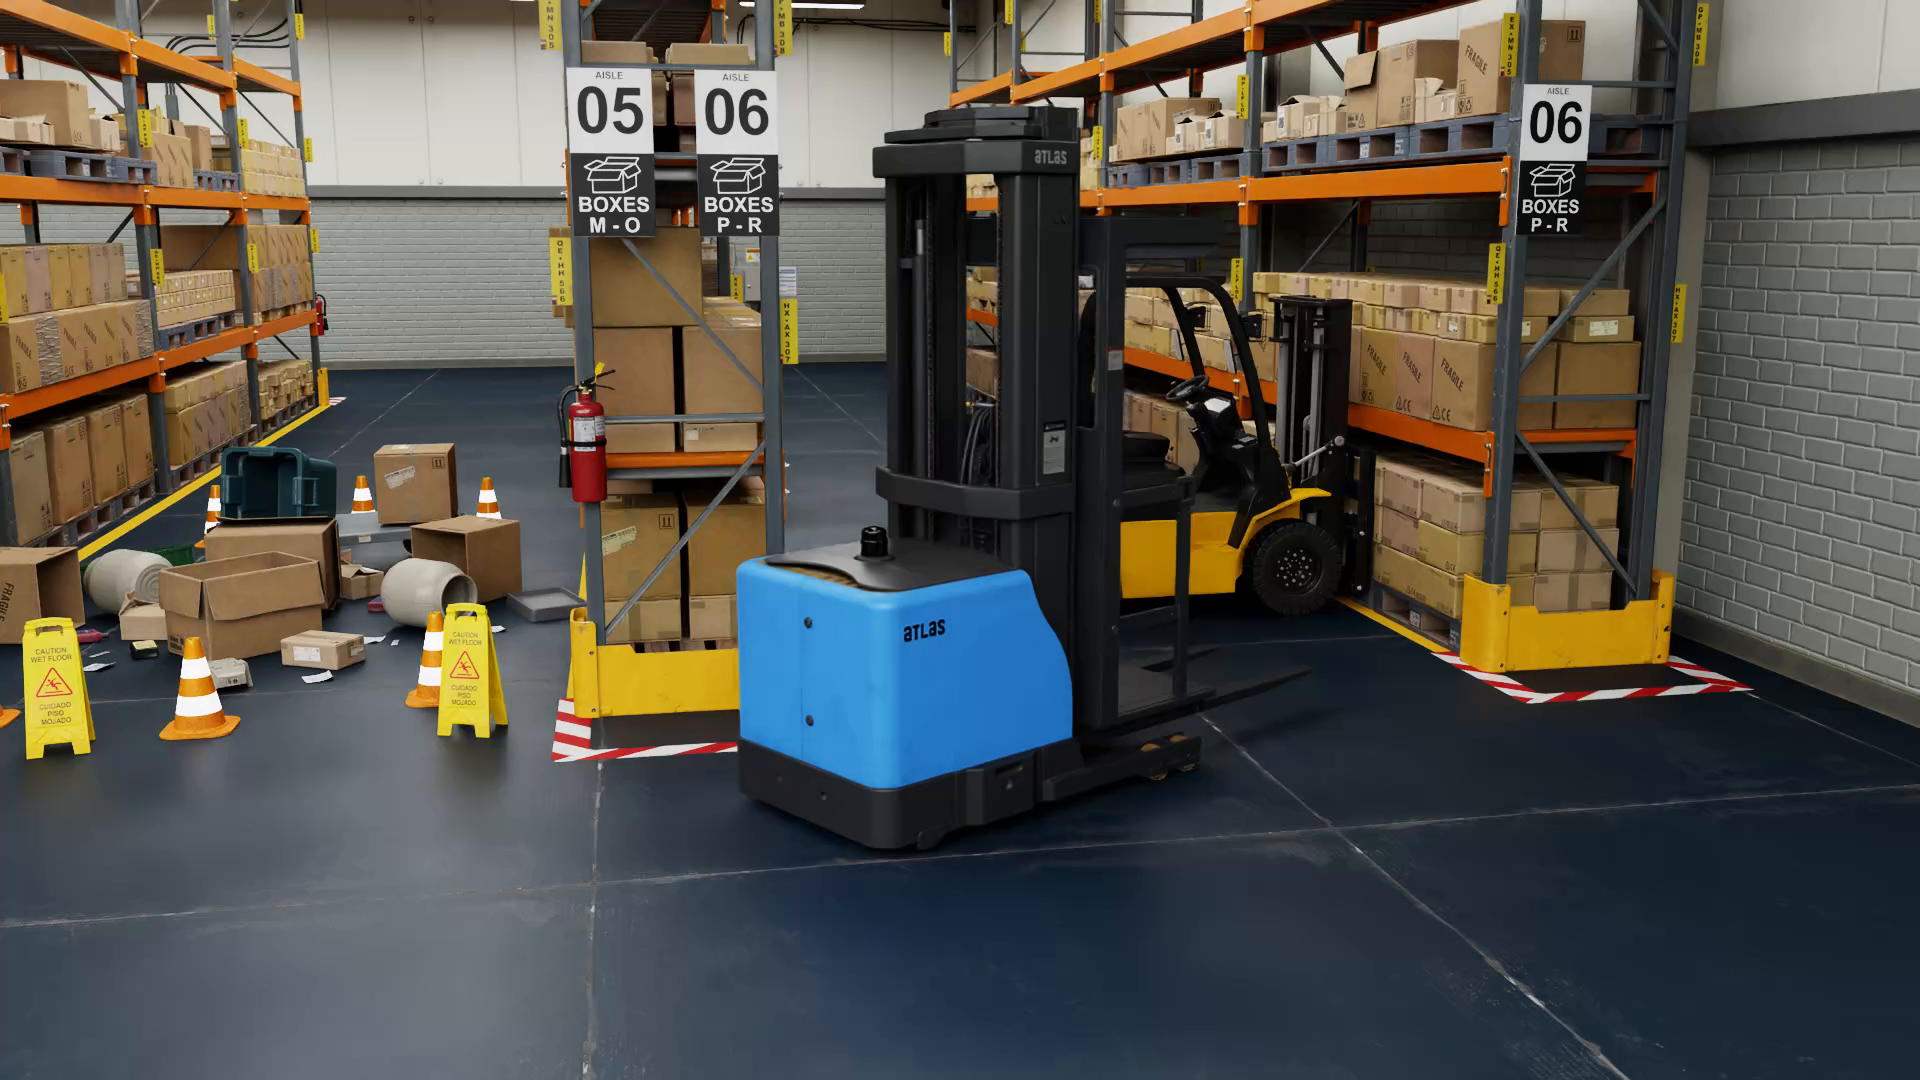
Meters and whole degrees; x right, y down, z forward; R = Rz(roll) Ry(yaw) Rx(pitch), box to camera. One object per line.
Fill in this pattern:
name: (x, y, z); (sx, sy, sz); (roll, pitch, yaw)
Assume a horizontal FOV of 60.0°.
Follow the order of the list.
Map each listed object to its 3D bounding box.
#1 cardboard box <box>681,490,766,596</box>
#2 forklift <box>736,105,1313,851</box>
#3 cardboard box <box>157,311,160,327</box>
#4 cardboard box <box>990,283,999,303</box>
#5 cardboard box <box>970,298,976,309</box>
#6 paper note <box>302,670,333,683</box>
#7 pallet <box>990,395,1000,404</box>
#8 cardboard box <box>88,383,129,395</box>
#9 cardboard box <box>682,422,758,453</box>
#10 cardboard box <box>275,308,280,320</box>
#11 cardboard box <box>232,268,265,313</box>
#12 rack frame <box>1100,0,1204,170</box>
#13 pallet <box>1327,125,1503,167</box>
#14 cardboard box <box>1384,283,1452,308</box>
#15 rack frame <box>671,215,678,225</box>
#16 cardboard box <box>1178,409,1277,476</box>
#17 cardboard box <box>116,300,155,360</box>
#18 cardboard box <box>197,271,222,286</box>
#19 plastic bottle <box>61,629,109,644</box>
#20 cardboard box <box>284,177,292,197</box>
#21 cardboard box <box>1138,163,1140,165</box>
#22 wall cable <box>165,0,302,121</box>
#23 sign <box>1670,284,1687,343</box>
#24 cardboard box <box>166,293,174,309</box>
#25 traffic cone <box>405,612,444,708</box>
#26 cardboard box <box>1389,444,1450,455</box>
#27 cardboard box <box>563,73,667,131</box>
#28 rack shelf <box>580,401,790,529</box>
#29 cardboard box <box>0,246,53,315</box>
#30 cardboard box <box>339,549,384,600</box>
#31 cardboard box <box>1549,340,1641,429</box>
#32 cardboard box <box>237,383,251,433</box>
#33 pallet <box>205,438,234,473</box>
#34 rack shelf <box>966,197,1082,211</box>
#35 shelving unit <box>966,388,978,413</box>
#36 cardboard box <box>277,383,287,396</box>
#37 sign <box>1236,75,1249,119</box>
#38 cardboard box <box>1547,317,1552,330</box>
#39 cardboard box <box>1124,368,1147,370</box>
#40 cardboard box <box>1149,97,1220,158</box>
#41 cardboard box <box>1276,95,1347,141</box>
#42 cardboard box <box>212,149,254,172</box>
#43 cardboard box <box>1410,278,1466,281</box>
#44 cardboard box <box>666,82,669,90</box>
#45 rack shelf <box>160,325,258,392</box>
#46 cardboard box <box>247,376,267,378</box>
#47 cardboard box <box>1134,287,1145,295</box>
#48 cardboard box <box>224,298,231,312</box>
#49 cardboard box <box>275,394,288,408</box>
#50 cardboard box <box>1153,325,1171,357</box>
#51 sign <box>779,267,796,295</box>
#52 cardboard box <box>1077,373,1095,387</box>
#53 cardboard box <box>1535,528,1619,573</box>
cardboard box: (-1.292, 0.008, 9.356); (0.500, 0.500, 0.500); (-3, 11, -13)
forklift: (0.472, -0.418, 7.556); (3.031, 2.935, 1.130); (-10, 14, -41)
cardboard box: (-7.682, -2.046, 15.475); (0.380, 0.149, 0.250); (-2, 11, -12)
cardboard box: (0.683, -3.236, 21.781); (0.500, 0.250, 0.500); (-2, 11, -11)
cardboard box: (0.352, -3.289, 23.128); (0.380, 0.149, 0.250); (-2, 11, -13)
paper note: (-3.537, 0.752, 9.163); (0.148, 0.019, 0.142); (-6, 13, -31)
pallet: (1.001, -1.744, 21.793); (1.003, 0.211, 1.213); (-2, 11, -11)
cardboard box: (-8.183, -1.337, 15.754); (0.500, 0.250, 0.500); (-2, 11, -12)
cardboard box: (-1.264, -0.552, 8.745); (0.380, 0.149, 0.250); (-2, 11, -11)
cardboard box: (-8.608, -2.788, 20.494); (0.380, 0.149, 0.250); (-2, 11, -8)
cardboard box: (-8.420, -2.903, 19.363); (0.500, 0.500, 0.500); (-2, 11, -12)
rack frame: (1.912, -5.201, 16.455); (1.000, 3.000, 0.127); (-2, 11, -11)
pallet: (3.115, -2.572, 10.899); (1.003, 0.211, 1.213); (-2, 11, -11)
cardboard box: (2.900, -1.542, 10.477); (0.380, 0.149, 0.250); (-2, 11, -10)
rack frame: (-4.513, -3.540, 23.773); (1.000, 3.000, 0.127); (-2, 11, -11)
cardboard box: (2.434, -0.798, 14.594); (0.875, 0.625, 0.625); (-2, 11, -12)
cardboard box: (-7.441, -1.850, 14.629); (0.500, 0.500, 0.500); (-2, 11, -11)
cardboard box: (-8.200, -2.820, 17.946); (0.380, 0.149, 0.250); (-2, 11, -13)
plastic bottle: (-5.268, 0.581, 9.978); (0.283, 0.061, 0.133); (-6, 13, -31)
cardboard box: (-8.811, -4.483, 21.105); (0.500, 0.250, 0.500); (-2, 11, -9)
cardboard box: (2.043, -3.972, 17.354); (0.380, 0.149, 0.250); (-2, 11, -11)
wall cable: (-11.952, -8.869, 27.125); (2.277, 5.999, 0.120); (-2, 11, -11)
sign: (4.013, -1.270, 9.319); (0.100, 0.325, 0.005); (-2, 11, -11)
cardboard box: (-7.799, -2.298, 15.999); (0.380, 0.149, 0.250); (-2, 11, -13)
traffic cone: (-2.750, 0.609, 8.760); (0.336, 0.463, 0.334); (-2, 11, -11)
cardboard box: (3.279, -0.506, 11.390); (0.500, 0.250, 0.500); (-2, 11, -12)
cardboard box: (-1.765, -2.235, 8.502); (0.500, 0.250, 0.500); (-2, 11, -12)
rack shelf: (-1.790, -0.619, 10.350); (1.077, 0.370, 4.000); (-2, 11, -11)
cardboard box: (-7.317, -1.959, 12.523); (0.700, 0.500, 0.500); (-2, 11, -11)
cardboard box: (-4.126, 0.231, 11.270); (0.396, 0.266, 0.258); (9, 14, 38)
cardboard box: (3.644, -0.937, 9.828); (0.500, 0.500, 0.500); (-2, 11, -9)
cardboard box: (-8.179, -1.460, 18.405); (0.500, 0.500, 0.500); (-2, 11, -12)
pallet: (-8.177, -0.871, 17.208); (1.003, 0.211, 1.213); (-2, 11, -11)
rack shelf: (0.745, -4.474, 22.584); (1.077, 0.370, 4.000); (-2, 11, -11)
shelving unit: (0.003, -0.587, 13.070); (0.258, 1.200, 0.189); (-2, 11, -11)
cardboard box: (-8.614, -1.874, 20.725); (0.380, 0.149, 0.250); (-2, 11, -11)
sign: (2.159, -3.381, 12.690); (0.100, 0.325, 0.005); (-2, 11, -11)
cardboard box: (3.545, -1.269, 9.839); (0.380, 0.149, 0.250); (-2, 11, -11)
cardboard box: (1.903, -1.850, 18.719); (0.380, 0.149, 0.250); (-2, 11, -12)
cardboard box: (2.011, -3.704, 14.952); (0.500, 0.500, 0.500); (-2, 11, -10)
cardboard box: (2.612, -3.044, 11.993); (0.500, 0.311, 0.500); (-2, 11, -10)
cardboard box: (-8.429, -4.350, 19.072); (0.500, 0.250, 0.500); (-2, 11, -9)
cardboard box: (3.284, -1.703, 11.324); (0.380, 0.149, 0.250); (-2, 11, -9)
cardboard box: (-1.685, -2.840, 10.613); (0.380, 0.149, 0.250); (-2, 11, -12)
rack shelf: (-8.182, -1.888, 17.015); (1.077, 0.370, 4.000); (-2, 11, -11)
cardboard box: (-8.527, -1.874, 19.929); (0.380, 0.149, 0.250); (-2, 11, -12)
cardboard box: (1.876, -2.410, 15.833); (0.380, 0.149, 0.250); (-2, 11, -10)
cardboard box: (-8.248, -2.577, 18.264); (0.380, 0.149, 0.250); (-2, 11, -11)
cardboard box: (-8.618, -1.729, 20.757); (0.380, 0.149, 0.250); (-2, 11, -13)
cardboard box: (2.057, -1.808, 15.075); (0.500, 0.250, 0.500); (-2, 11, -9)
sign: (-3.099, -4.632, 29.765); (0.329, 0.494, 0.001); (-2, 11, -11)
cardboard box: (1.476, -1.731, 18.096); (0.380, 0.149, 0.250); (-2, 11, -13)
cardboard box: (3.580, 0.018, 9.971); (0.500, 0.250, 0.500); (-2, 11, -10)
